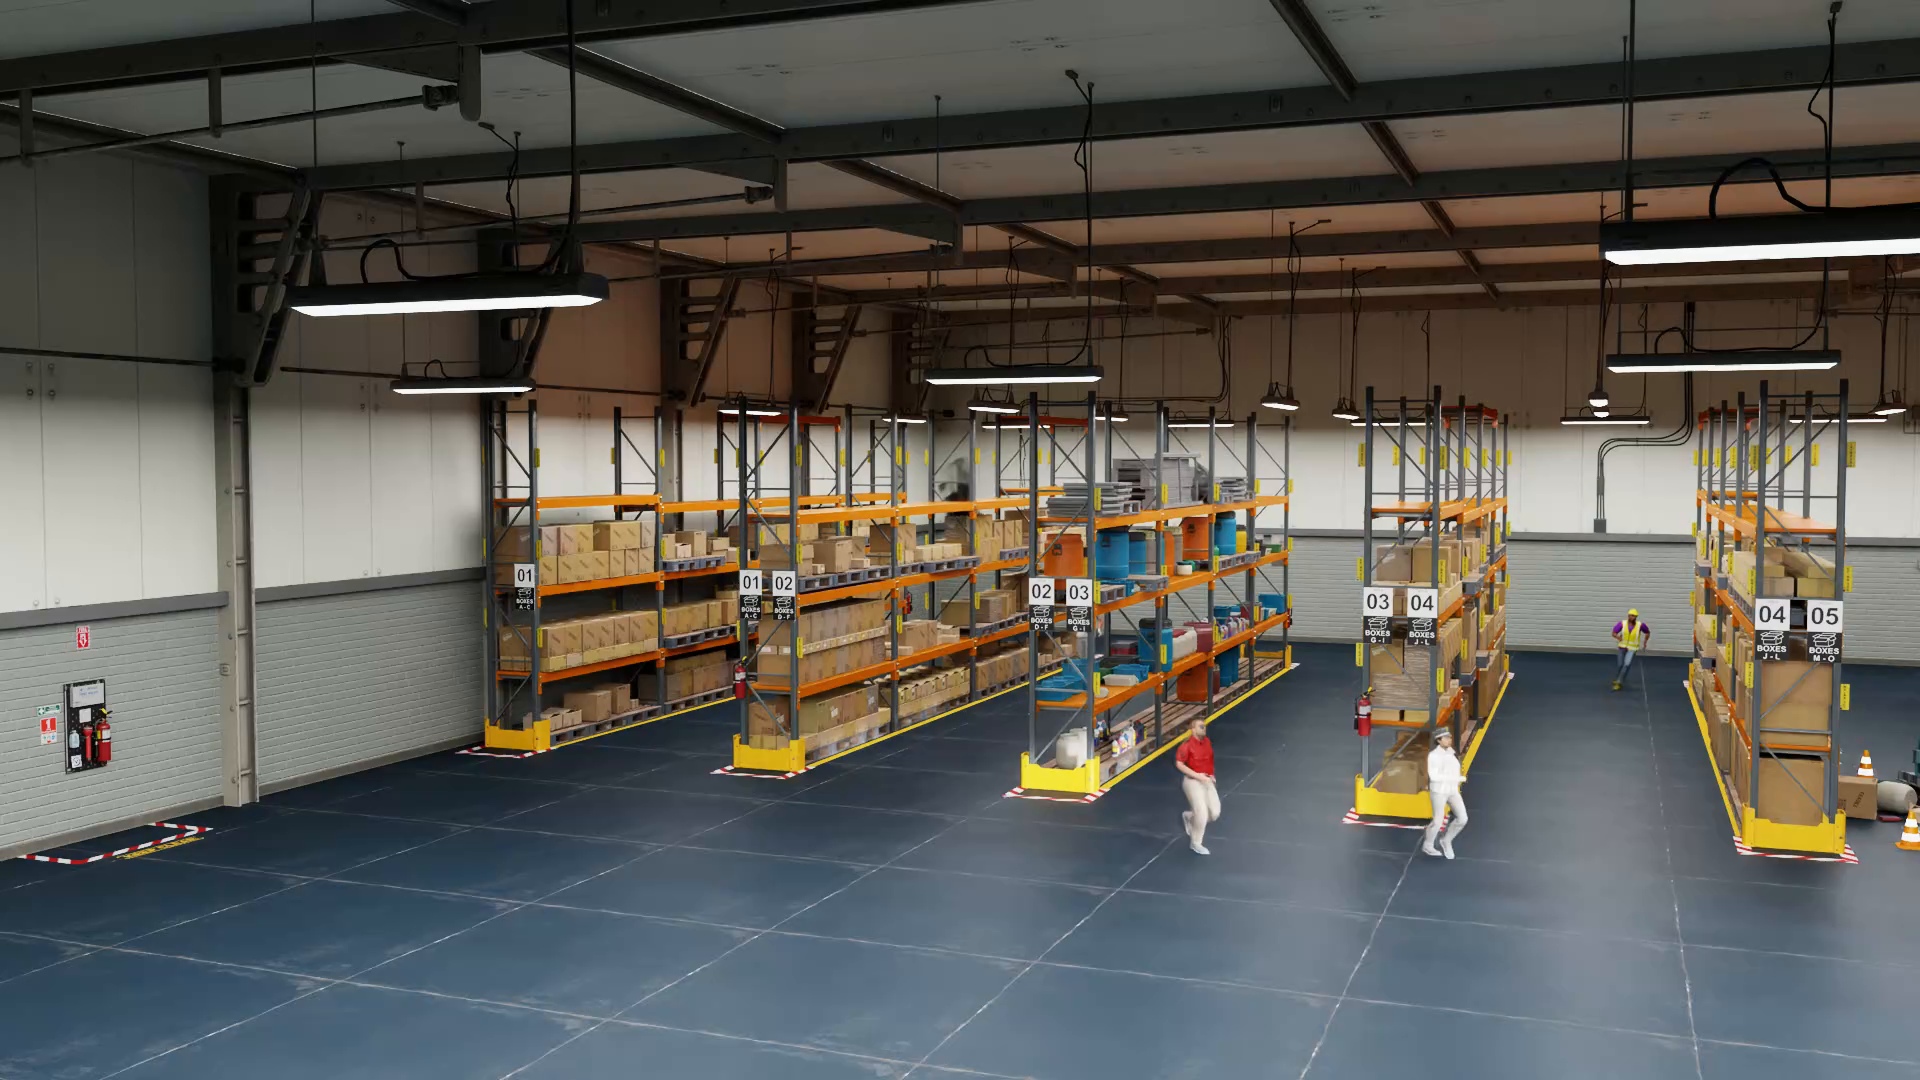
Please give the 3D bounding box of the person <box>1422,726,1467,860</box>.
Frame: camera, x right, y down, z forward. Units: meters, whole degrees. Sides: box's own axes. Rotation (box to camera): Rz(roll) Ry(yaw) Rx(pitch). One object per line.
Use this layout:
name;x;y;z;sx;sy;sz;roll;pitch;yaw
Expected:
person;6.018;3.136;20.656;0.561;1.677;0.670;-1;3;-27

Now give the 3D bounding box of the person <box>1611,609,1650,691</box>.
person;14.508;2.366;36.044;0.746;1.751;0.962;2;3;32

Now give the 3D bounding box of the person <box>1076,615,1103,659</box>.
person;2.638;2.091;34.958;0.662;1.816;0.924;1;3;13

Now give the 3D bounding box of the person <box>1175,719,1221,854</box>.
person;3.040;3.125;21.189;0.697;1.693;0.592;-3;4;-42
